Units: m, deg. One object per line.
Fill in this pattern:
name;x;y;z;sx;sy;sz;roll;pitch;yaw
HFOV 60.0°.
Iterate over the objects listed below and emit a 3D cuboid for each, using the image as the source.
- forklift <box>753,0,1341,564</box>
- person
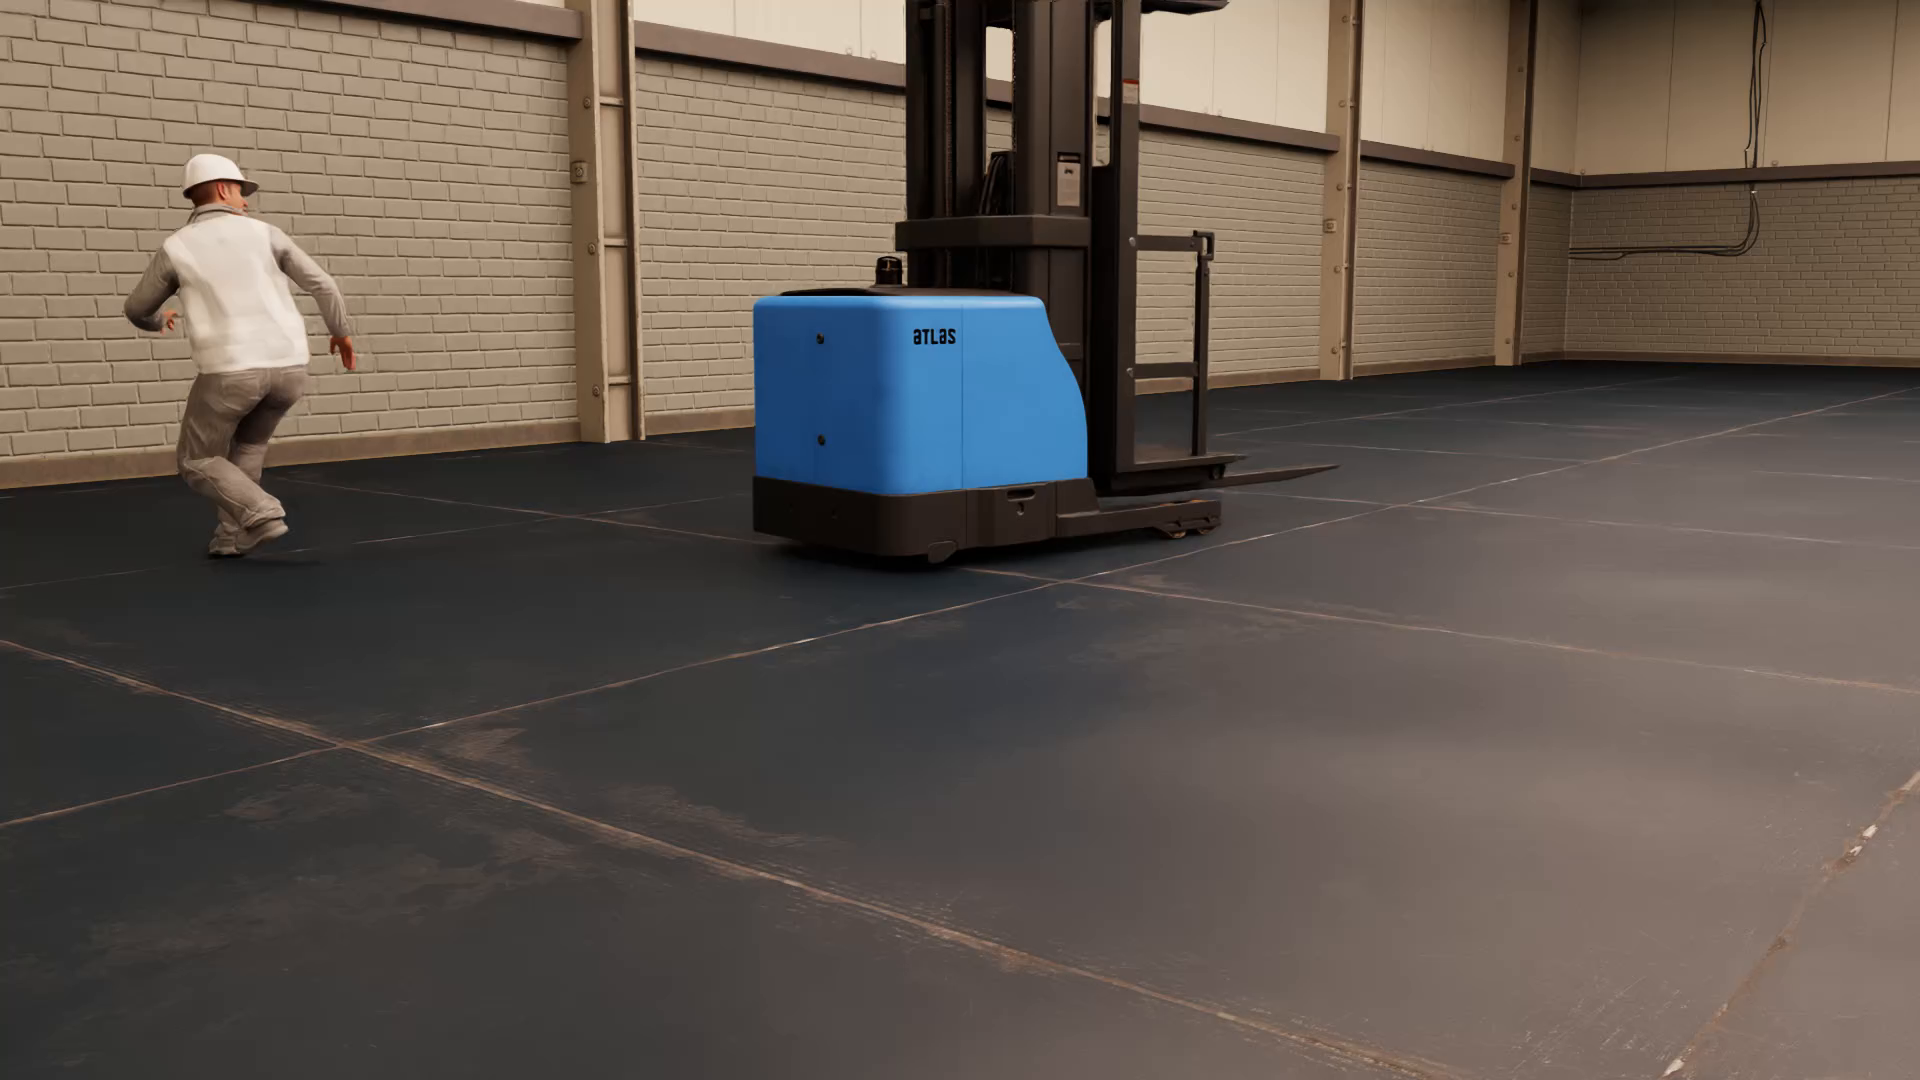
forklift;0.563;-1.506;7.576;3.031;2.935;1.130;-7;11;-39
person;-2.948;-0.746;6.863;0.857;1.642;0.815;-7;11;-41
